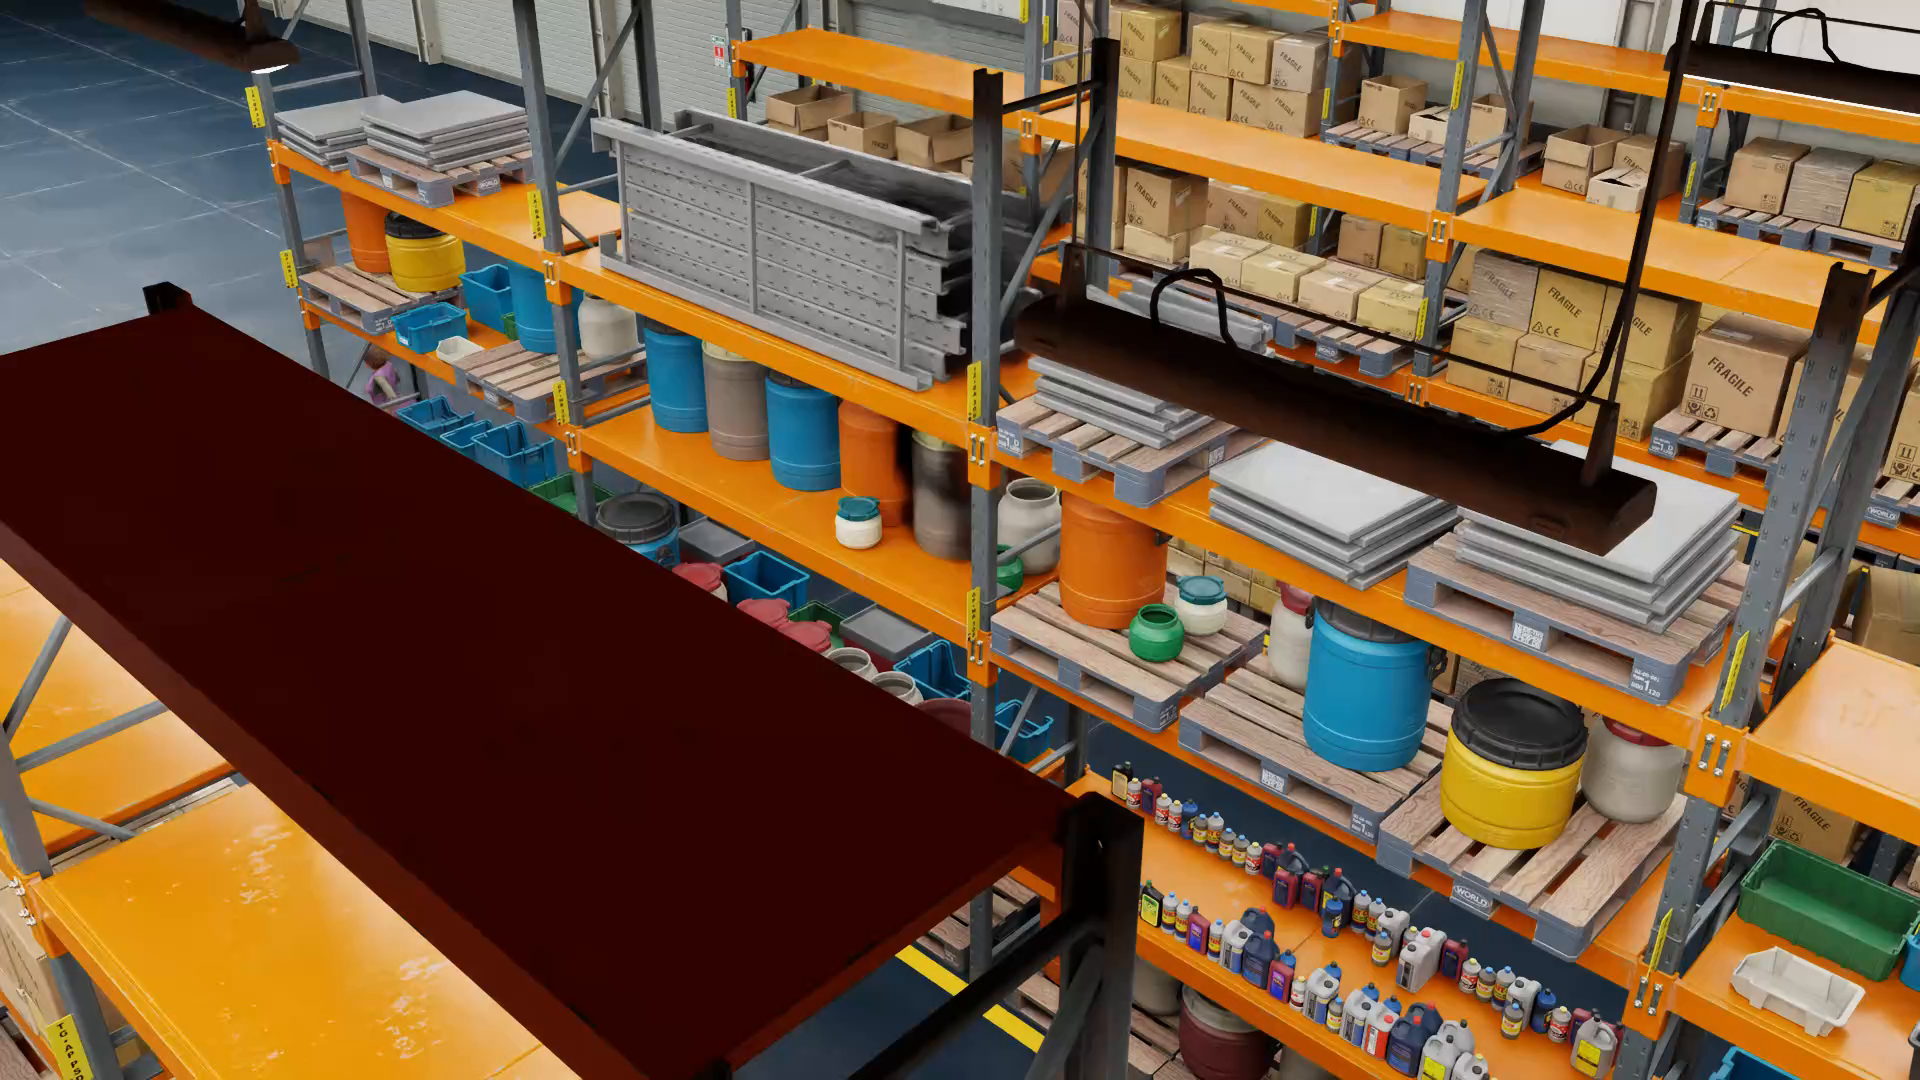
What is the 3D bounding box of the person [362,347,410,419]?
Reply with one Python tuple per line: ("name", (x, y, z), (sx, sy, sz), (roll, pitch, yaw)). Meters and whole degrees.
("person", (-5.721, -1.244, 16.884), (0.849, 1.532, 0.570), (3, 30, 5))
